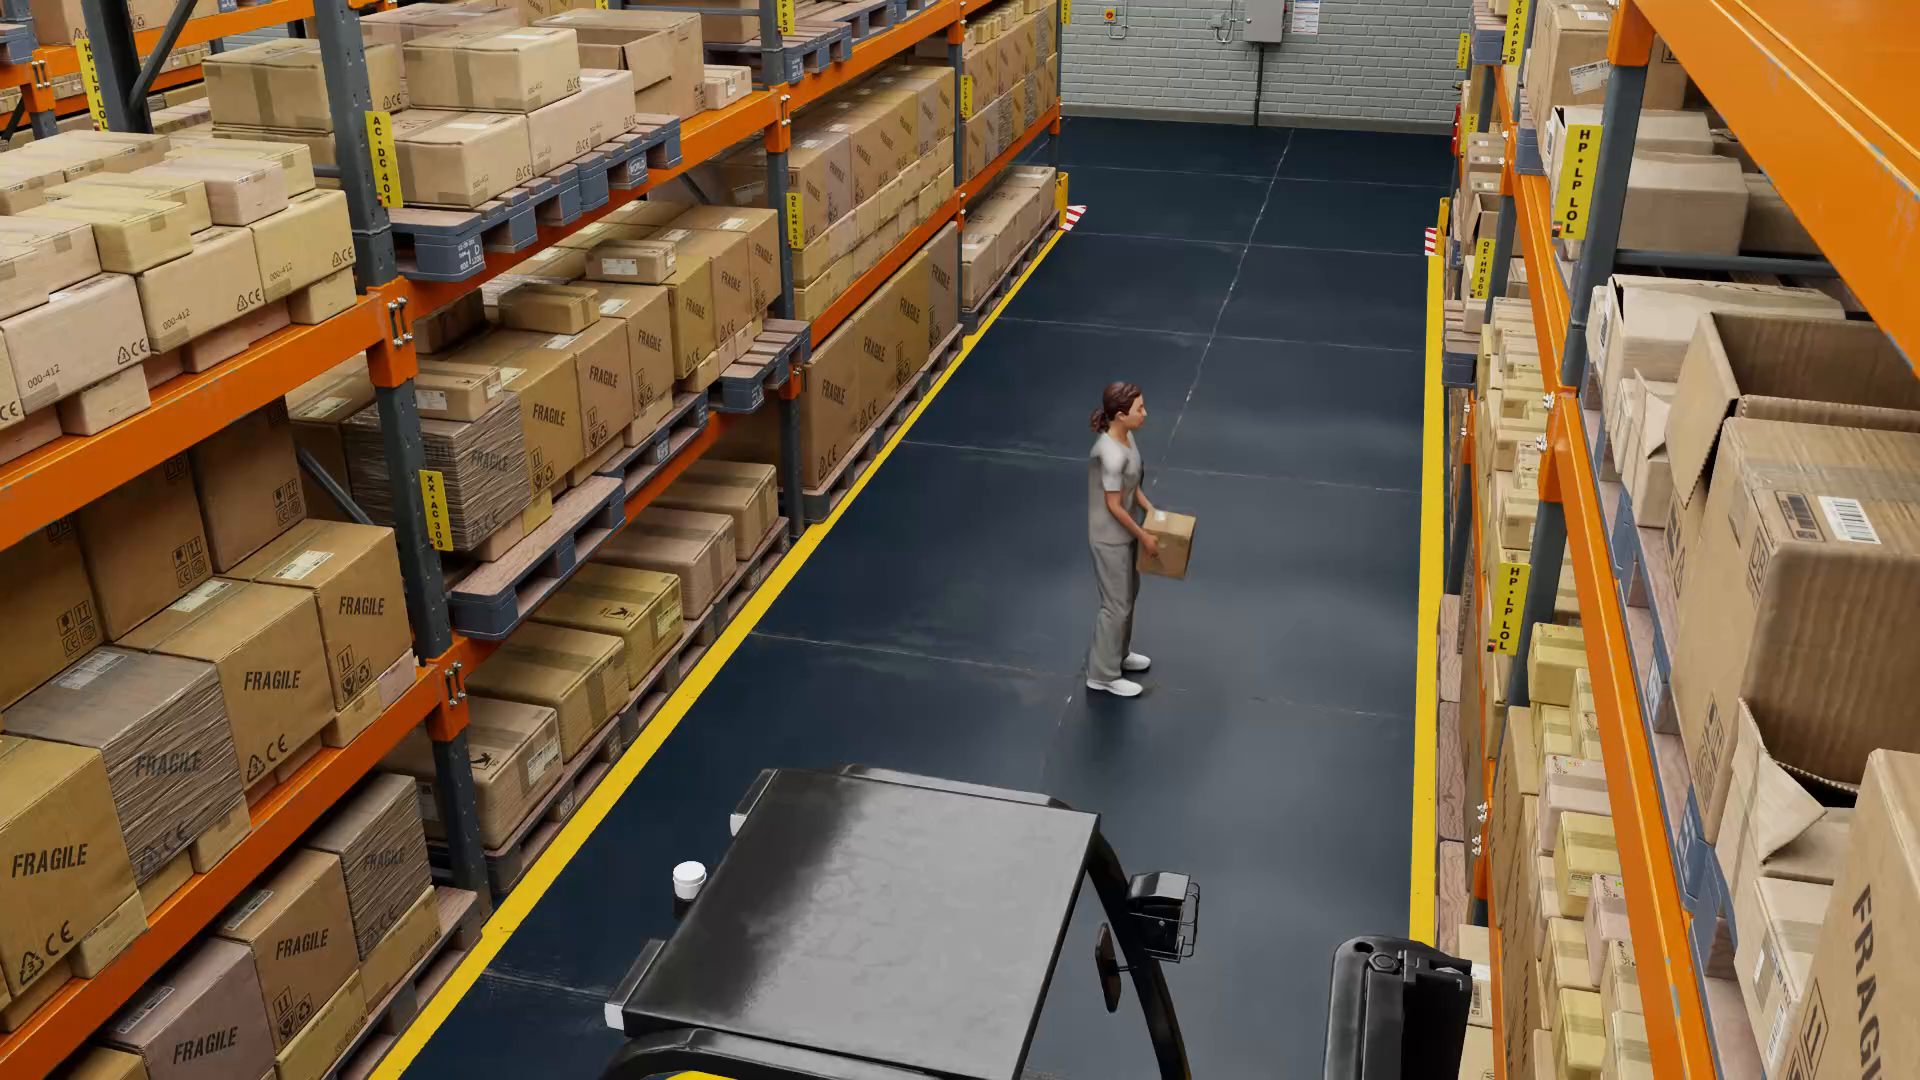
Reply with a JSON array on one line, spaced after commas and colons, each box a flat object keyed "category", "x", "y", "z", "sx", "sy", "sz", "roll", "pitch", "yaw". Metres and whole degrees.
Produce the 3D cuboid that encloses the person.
[{"category": "person", "x": 0.852, "y": -0.023, "z": 8.656, "sx": 0.429, "sy": 1.675, "sz": 0.466, "roll": 6, "pitch": 26, "yaw": 12}]
